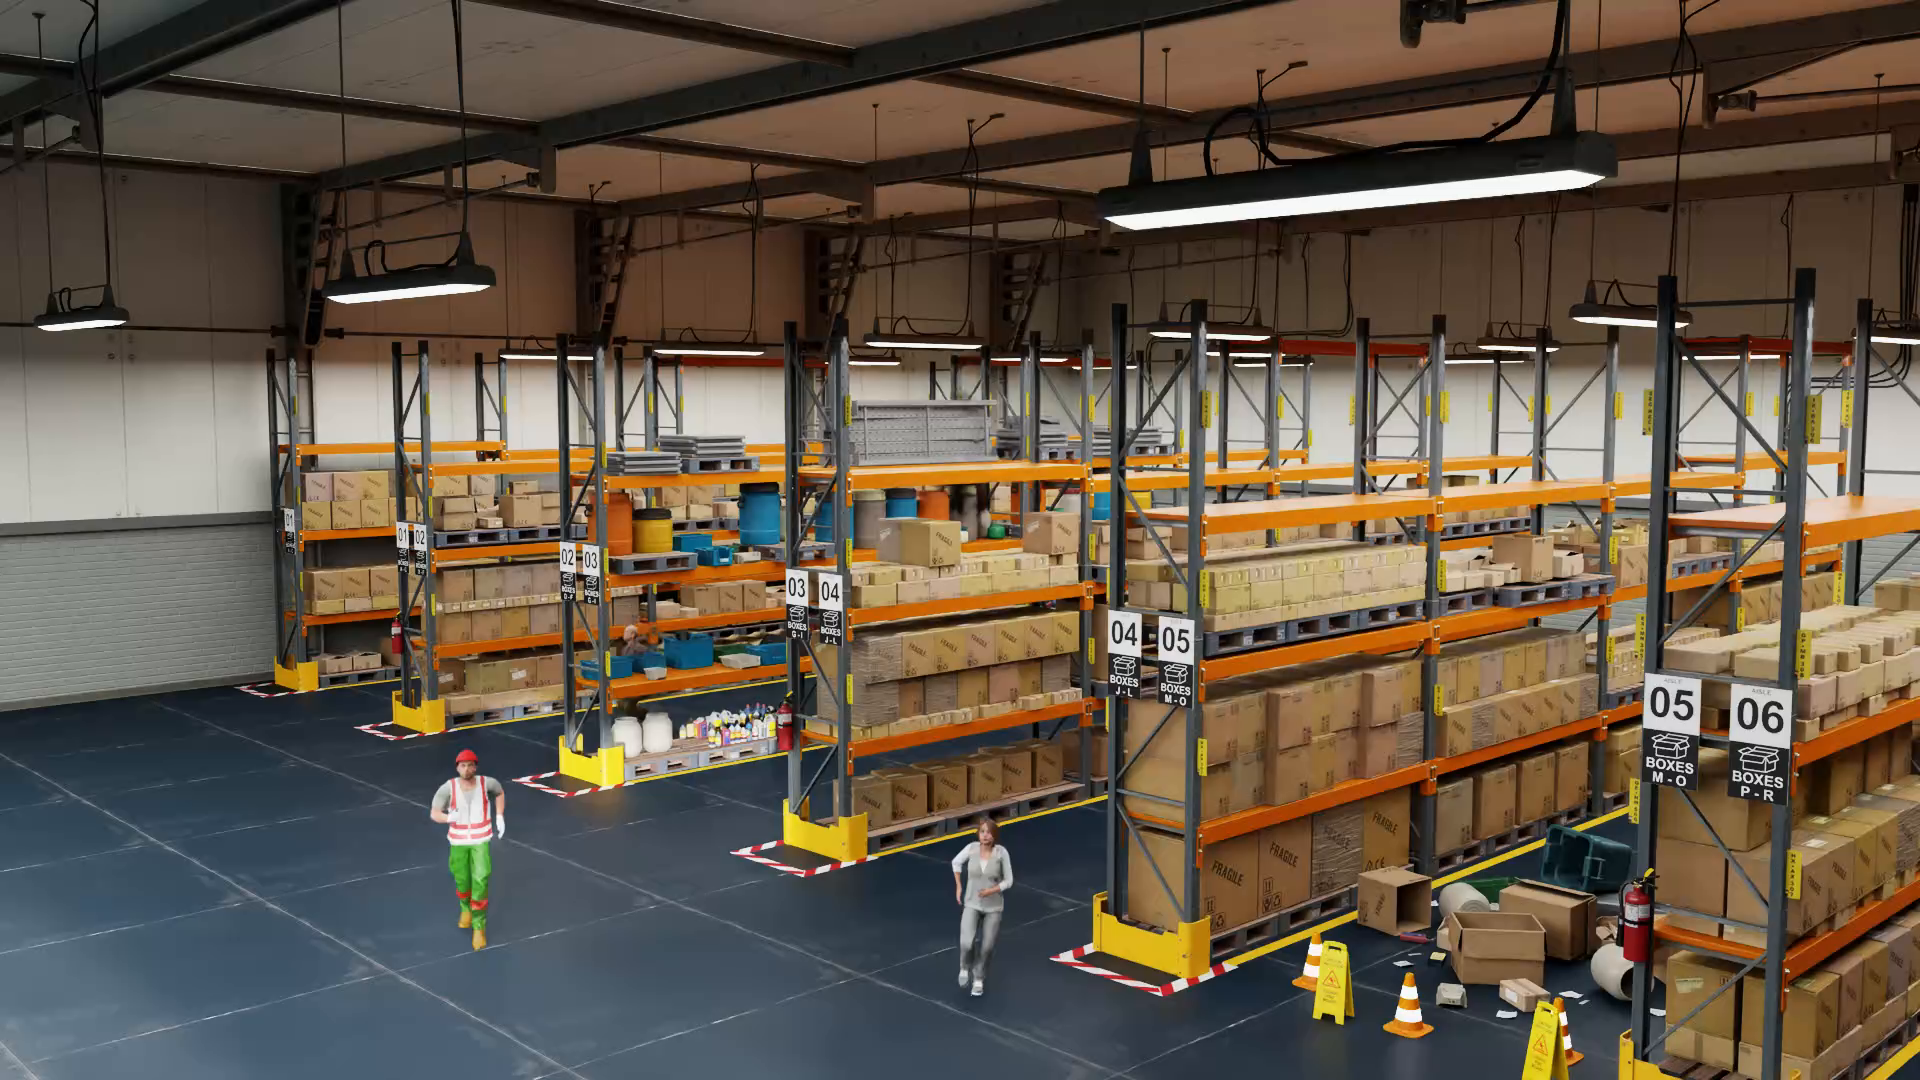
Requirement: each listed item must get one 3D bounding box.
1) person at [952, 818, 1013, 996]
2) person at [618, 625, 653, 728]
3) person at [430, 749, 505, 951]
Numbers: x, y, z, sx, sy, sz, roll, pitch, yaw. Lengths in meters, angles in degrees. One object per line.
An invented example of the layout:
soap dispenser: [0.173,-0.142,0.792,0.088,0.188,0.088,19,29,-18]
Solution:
person: [0.188,3.160,14.252,0.527,1.560,0.534,0,5,2]
person: [-4.858,2.148,24.930,0.691,1.753,0.706,-4,6,-40]
person: [-4.671,2.894,15.803,0.662,1.844,0.818,-1,5,-13]
